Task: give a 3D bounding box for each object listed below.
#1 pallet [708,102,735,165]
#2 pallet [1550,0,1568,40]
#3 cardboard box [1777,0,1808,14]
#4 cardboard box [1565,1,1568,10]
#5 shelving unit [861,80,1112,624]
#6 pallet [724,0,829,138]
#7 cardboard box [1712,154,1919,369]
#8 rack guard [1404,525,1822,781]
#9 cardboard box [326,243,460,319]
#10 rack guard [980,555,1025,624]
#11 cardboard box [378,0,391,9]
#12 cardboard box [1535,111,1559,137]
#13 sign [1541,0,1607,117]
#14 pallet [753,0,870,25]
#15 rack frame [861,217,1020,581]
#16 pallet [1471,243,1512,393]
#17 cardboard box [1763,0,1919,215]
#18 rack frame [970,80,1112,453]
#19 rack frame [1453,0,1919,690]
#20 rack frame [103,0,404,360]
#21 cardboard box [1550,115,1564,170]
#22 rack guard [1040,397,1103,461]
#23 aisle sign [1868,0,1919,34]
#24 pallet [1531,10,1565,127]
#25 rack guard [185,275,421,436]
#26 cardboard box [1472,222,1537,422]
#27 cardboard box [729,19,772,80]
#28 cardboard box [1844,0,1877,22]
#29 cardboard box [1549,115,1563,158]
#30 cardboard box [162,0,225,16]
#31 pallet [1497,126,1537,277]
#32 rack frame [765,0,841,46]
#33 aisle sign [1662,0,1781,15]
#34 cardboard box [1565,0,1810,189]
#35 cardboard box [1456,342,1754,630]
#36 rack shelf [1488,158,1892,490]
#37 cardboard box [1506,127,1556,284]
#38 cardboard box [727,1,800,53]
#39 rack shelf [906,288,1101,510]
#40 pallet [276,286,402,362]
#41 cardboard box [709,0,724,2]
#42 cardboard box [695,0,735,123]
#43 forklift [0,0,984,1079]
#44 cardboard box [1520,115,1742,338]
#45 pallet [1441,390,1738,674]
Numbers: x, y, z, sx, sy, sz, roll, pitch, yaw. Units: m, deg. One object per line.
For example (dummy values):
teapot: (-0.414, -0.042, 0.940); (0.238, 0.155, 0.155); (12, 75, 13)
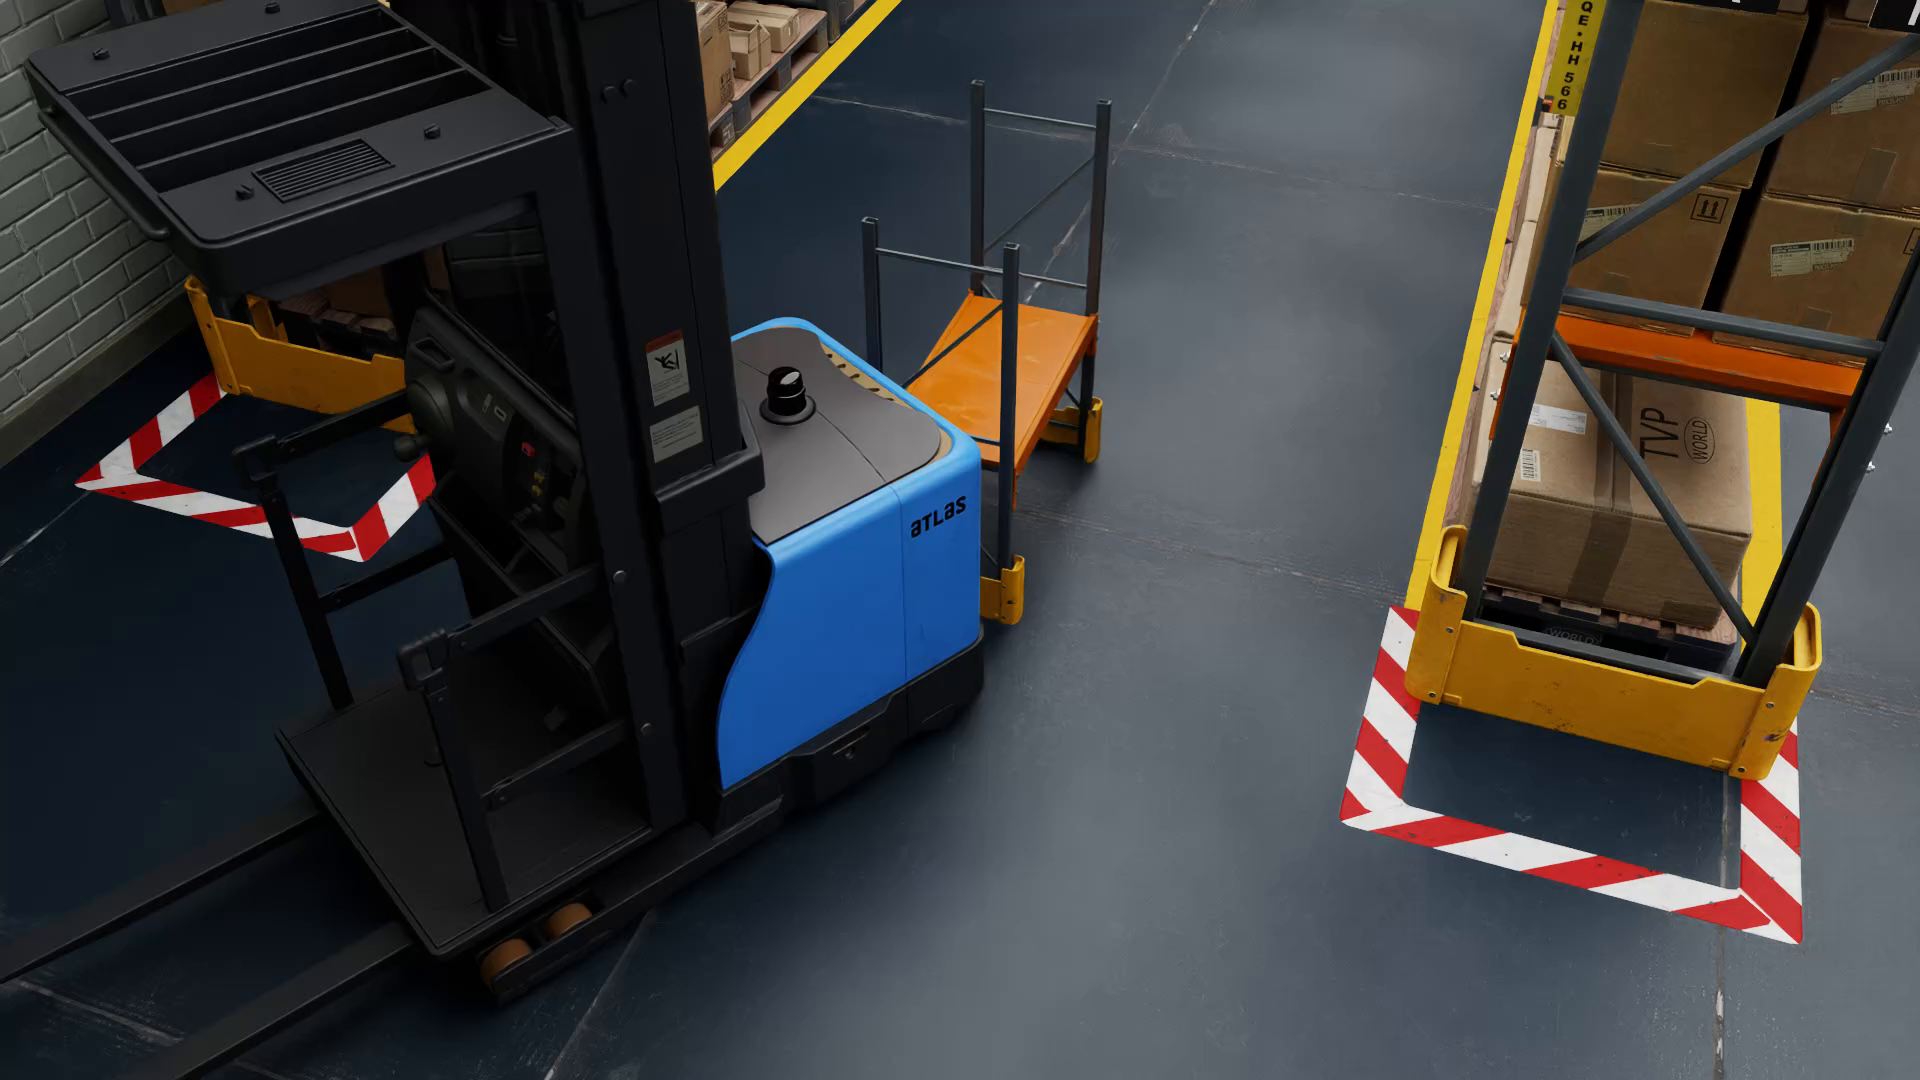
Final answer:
pallet: (-1.838, -1.916, 8.334); (1.003, 0.211, 1.213); (13, 42, 15)
pallet: (4.087, -3.216, 9.857); (1.003, 0.211, 1.213); (13, 42, 15)
cardboard box: (2.046, -1.532, 4.387); (0.380, 0.149, 0.250); (14, 42, 16)
cardboard box: (3.917, -3.343, 9.171); (0.875, 0.875, 0.875); (14, 43, 16)
shelving unit: (0.106, -0.663, 5.872); (0.587, 1.500, 1.083); (13, 42, 15)
pallet: (-1.423, -2.663, 9.209); (1.003, 0.211, 1.213); (13, 42, 15)
cardboard box: (2.545, -0.871, 4.882); (0.500, 0.500, 0.500); (13, 42, 15)
rack guard: (2.103, 0.362, 5.440); (1.175, 0.500, 0.348); (13, 42, 15)
cardboard box: (-2.257, -1.265, 7.021); (0.797, 0.503, 0.637); (12, 42, 13)
rack guard: (-0.060, 0.117, 5.921); (0.587, 0.250, 0.087); (13, 42, 15)
cardboard box: (-2.146, -1.976, 6.141); (0.500, 0.250, 0.500); (14, 42, 15)
cardboard box: (3.163, -1.869, 7.780); (0.875, 0.438, 0.875); (13, 42, 14)
sign: (1.606, -1.263, 4.345); (0.100, 0.325, 0.005); (13, 42, 15)
pallet: (-0.944, -3.586, 10.291); (1.003, 0.211, 1.213); (13, 42, 15)
rack frame: (-0.061, -0.358, 5.514); (0.500, 1.500, 0.032); (13, 42, 15)
pallet: (2.730, -0.789, 7.012); (1.003, 0.211, 1.213); (13, 42, 15)
cardboard box: (2.543, -1.251, 4.558); (0.500, 0.500, 0.500); (12, 42, 14)
rack frame: (0.279, -0.980, 6.243); (0.500, 1.500, 0.032); (13, 42, 15)
rack frame: (2.111, -0.603, 4.646); (1.000, 3.000, 0.127); (13, 42, 15)
rack frame: (-2.555, -1.703, 5.935); (1.000, 3.000, 0.127); (13, 42, 15)
cardboard box: (2.213, -1.297, 5.382); (0.500, 0.500, 0.500); (12, 42, 14)
rack guard: (0.273, -0.492, 6.635); (0.587, 0.250, 0.087); (13, 42, 15)
aisle sign: (2.359, -1.484, 3.676); (0.394, 0.787, 0.004); (13, 42, 15)
pallet: (3.672, -2.470, 8.982); (1.003, 0.211, 1.213); (13, 42, 15)
rack guard: (-2.529, -0.798, 6.800); (1.175, 0.500, 0.348); (13, 42, 15)
cardboard box: (2.548, -0.773, 6.496); (0.875, 0.438, 0.875); (14, 43, 16)
cardboard box: (-1.223, -2.639, 8.816); (0.396, 0.266, 0.258); (15, 43, 17)
cardboard box: (2.493, -1.424, 4.260); (0.380, 0.149, 0.250); (14, 42, 16)
cardboard box: (2.380, -1.613, 5.753); (0.500, 0.500, 0.500); (14, 43, 16)
cardboard box: (-2.647, -2.098, 6.285); (0.500, 0.250, 0.500); (14, 43, 16)
pallet: (3.145, -1.536, 7.888); (1.003, 0.211, 1.213); (13, 42, 15)
rack frame: (-1.187, -4.143, 8.794); (1.000, 3.000, 0.127); (13, 42, 15)
aisle sign: (1.795, -1.617, 3.832); (0.394, 0.787, 0.004); (13, 42, 15)
cardboard box: (2.052, -1.369, 4.696); (0.500, 0.500, 0.500); (15, 43, 16)
cardboard box: (2.243, -0.213, 5.839); (0.875, 0.438, 0.875); (12, 42, 14)
rack shelf: (2.795, -1.550, 6.309); (1.077, 0.370, 4.000); (13, 42, 15)
cardboard box: (2.858, -1.323, 7.140); (0.875, 0.438, 0.875); (12, 42, 14)
cardboard box: (-1.101, -2.813, 9.109); (0.380, 0.149, 0.250); (12, 42, 14)
rack shelf: (0.109, -0.532, 5.995); (0.538, 0.185, 1.000); (13, 42, 15)
pallet: (-2.257, -1.175, 7.464); (1.003, 0.211, 1.213); (13, 42, 15)
cardboard box: (-1.635, -2.929, 9.120); (0.500, 0.311, 0.500); (15, 43, 17)
cardboard box: (-1.573, -2.410, 8.366); (0.700, 0.500, 0.500); (12, 42, 13)
forklift: (-1.374, -0.204, 4.231); (3.031, 2.935, 1.130); (-29, 48, -29)
cardboard box: (2.027, -0.994, 5.027); (0.500, 0.500, 0.500); (14, 42, 15)
pallet: (2.311, -0.048, 6.143); (1.003, 0.211, 1.213); (13, 42, 15)
